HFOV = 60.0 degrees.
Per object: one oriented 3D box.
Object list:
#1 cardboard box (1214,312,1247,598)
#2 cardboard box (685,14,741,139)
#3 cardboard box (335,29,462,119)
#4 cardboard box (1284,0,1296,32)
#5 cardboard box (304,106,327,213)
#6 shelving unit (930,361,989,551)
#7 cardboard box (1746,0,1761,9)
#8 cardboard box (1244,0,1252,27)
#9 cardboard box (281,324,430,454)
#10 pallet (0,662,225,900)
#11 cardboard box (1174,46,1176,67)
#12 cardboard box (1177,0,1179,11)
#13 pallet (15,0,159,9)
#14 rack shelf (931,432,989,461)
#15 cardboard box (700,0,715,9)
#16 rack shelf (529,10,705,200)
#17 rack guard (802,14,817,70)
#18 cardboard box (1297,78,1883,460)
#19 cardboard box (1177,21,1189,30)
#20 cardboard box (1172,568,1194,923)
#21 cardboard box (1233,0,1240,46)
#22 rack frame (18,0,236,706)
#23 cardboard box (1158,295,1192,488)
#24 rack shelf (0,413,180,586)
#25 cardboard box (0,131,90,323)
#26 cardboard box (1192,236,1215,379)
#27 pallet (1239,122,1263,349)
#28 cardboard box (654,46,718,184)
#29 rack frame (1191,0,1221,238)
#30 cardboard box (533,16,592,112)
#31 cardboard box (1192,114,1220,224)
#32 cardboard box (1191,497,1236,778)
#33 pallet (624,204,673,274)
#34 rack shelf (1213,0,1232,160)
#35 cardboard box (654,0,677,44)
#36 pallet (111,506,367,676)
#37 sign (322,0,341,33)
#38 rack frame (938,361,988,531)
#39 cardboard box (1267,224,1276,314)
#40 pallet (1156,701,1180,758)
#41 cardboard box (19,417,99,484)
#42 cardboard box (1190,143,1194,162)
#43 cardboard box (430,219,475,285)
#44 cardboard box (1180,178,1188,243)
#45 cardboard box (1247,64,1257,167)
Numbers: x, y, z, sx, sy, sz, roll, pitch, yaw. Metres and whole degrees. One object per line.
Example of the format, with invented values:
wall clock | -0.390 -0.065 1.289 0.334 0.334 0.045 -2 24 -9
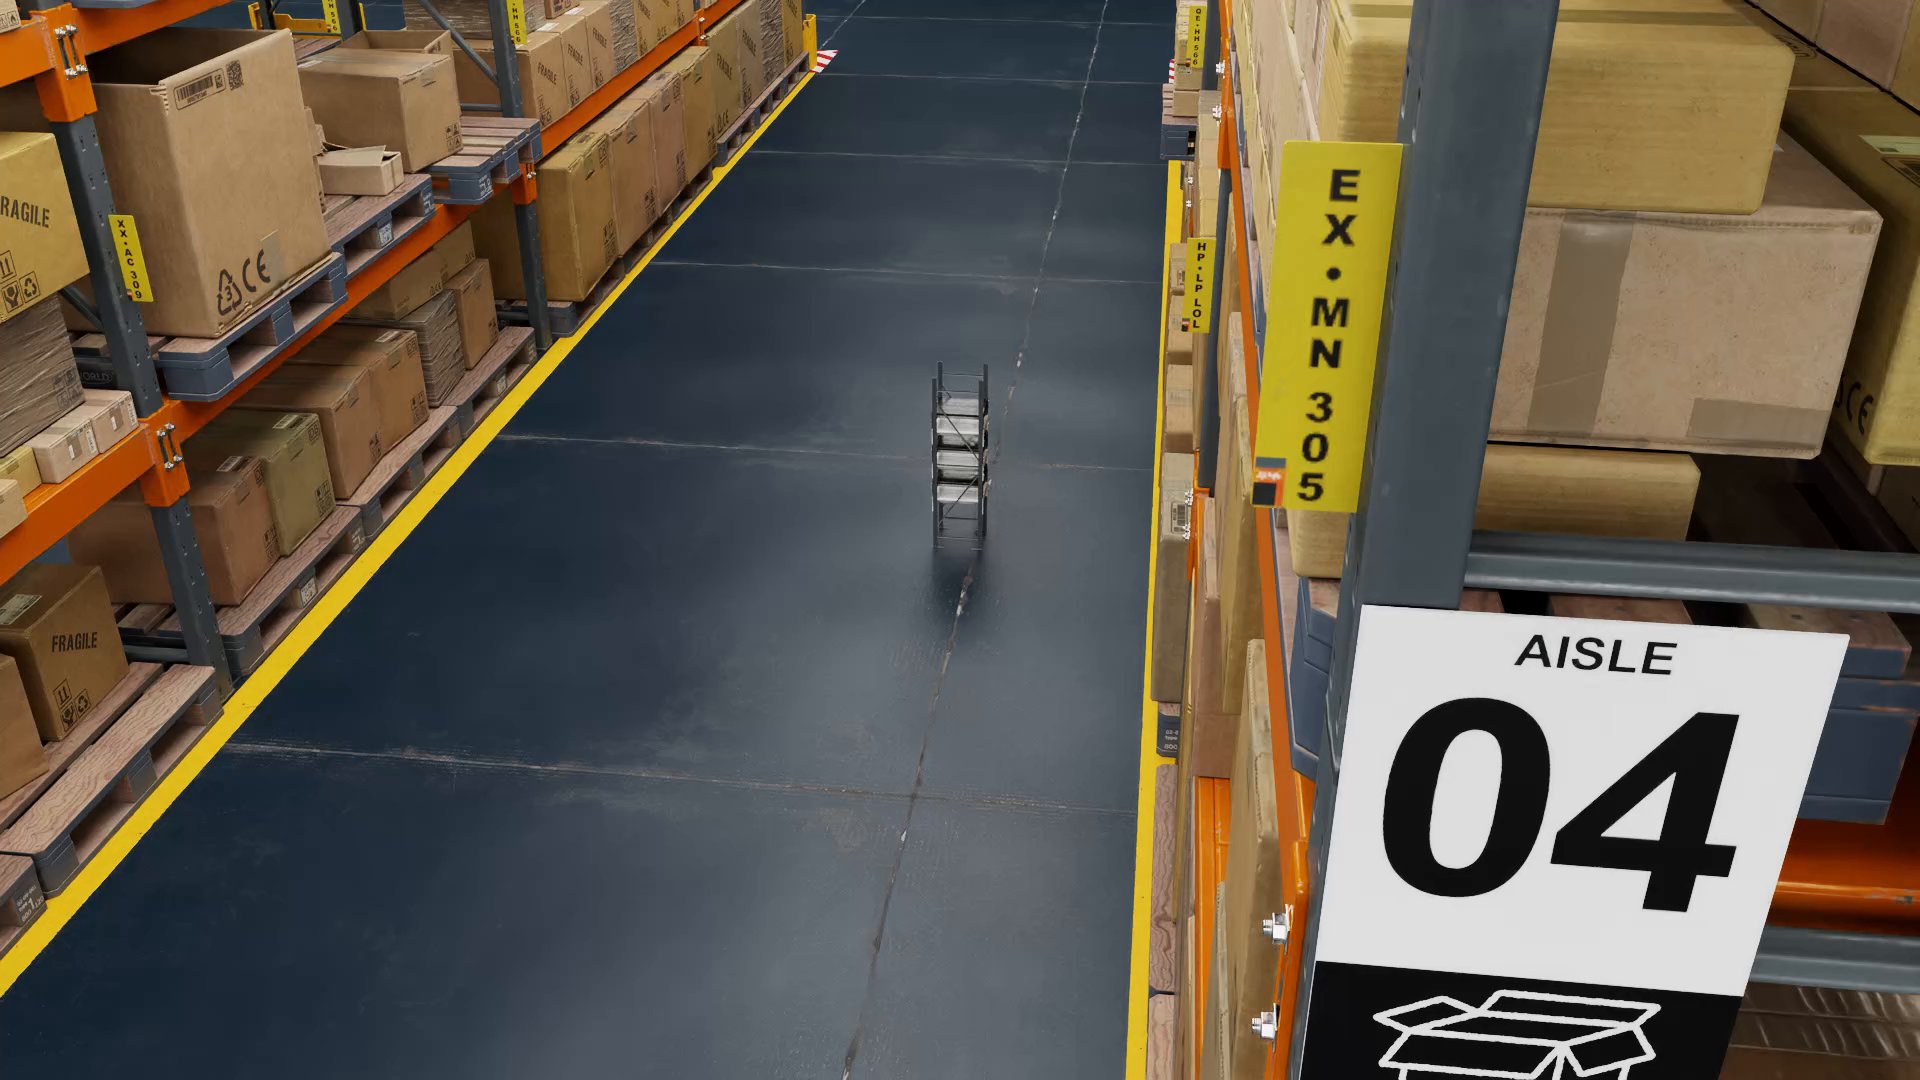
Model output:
cardboard box | 1.100 -0.198 4.158 0.875 0.550 0.550 3 28 6
cardboard box | -2.436 -3.997 14.304 0.875 0.875 0.875 3 28 6
cardboard box | -3.113 -2.531 9.238 0.500 0.500 0.500 0 28 0
cardboard box | 0.642 -0.786 2.259 0.380 0.149 0.250 4 29 7
cardboard box | -3.456 -1.728 7.743 0.797 0.503 0.637 6 29 11
shelving unit | 0.001 -0.400 8.044 0.258 0.900 0.210 3 28 6
cardboard box | 1.326 -0.864 2.405 0.380 0.149 0.250 3 28 5
cardboard box | 0.874 -1.266 3.570 0.500 0.250 0.500 3 28 6
cardboard box | -3.267 -0.806 8.756 0.700 0.500 0.500 6 29 10
pallet | -3.624 0.870 6.413 1.003 0.211 1.213 3 28 6
cardboard box | 1.493 -2.937 10.048 0.380 0.149 0.250 4 29 7
cardboard box | 1.589 -3.425 10.640 0.380 0.149 0.250 5 29 9
pallet | -3.395 -2.198 6.203 1.213 0.211 1.003 3 28 6
rack shelf | 0.001 -0.450 8.017 0.258 0.077 0.200 3 28 6
cardboard box | -2.230 -4.451 13.614 0.380 0.149 0.250 3 29 6
rack shelf | -2.841 -3.184 11.755 1.077 0.370 4.000 3 28 6
rack guard | -2.103 -5.235 17.441 1.175 0.500 0.348 3 28 6
cardboard box | 0.626 -0.318 1.812 0.500 0.250 0.500 4 29 7
cardboard box | 1.462 -2.935 9.730 0.380 0.149 0.250 3 28 6
cardboard box | 1.187 0.702 5.581 0.875 0.875 0.875 4 29 7
cardboard box | 0.859 -1.270 3.999 0.380 0.149 0.250 3 28 5
rack frame | -3.577 -0.676 6.342 1.000 3.000 0.127 3 28 6
cardboard box | 1.556 -0.724 8.361 1.050 0.750 0.750 4 29 7
rack shelf | -3.822 0.582 4.765 1.077 0.370 4.000 3 28 6
cardboard box | -3.359 -1.063 5.588 0.500 0.500 0.500 3 28 6
cardboard box | 1.194 -0.883 6.621 0.500 0.500 0.500 3 28 6
pallet | 1.071 -0.665 3.252 1.003 0.211 1.213 3 28 6
cardboard box | -2.655 -3.389 13.175 1.225 0.875 0.875 3 29 6
rack frame | 1.824 -2.223 9.214 1.000 3.000 0.127 3 28 6
cardboard box | -2.696 -3.059 10.660 0.500 0.500 0.500 3 28 5
cardboard box | 1.441 -1.832 8.382 0.500 0.500 0.500 3 28 6
cardboard box | 1.072 0.276 4.417 0.875 0.550 0.550 3 28 6
pallet | -2.763 -2.271 12.242 1.003 0.211 1.213 3 28 6
rack shelf | 1.579 -2.285 6.925 1.077 0.370 4.000 3 28 6
cardboard box | -2.450 -4.017 12.439 0.500 0.500 0.500 4 29 8
pallet | -3.483 0.185 7.684 1.003 0.211 1.213 3 28 6
sign | -3.638 -3.099 9.619 0.100 0.325 0.005 3 28 6
rack frame | 0.013 -0.448 8.133 0.240 0.900 0.006 3 28 6
cardboard box | 0.610 -0.312 2.220 0.380 0.149 0.250 4 29 7
pallet | 1.353 0.520 7.063 1.003 0.211 1.213 3 28 6
cardboard box | -3.351 -0.330 5.965 0.380 0.149 0.250 3 28 6
cardboard box | 1.776 -2.451 11.040 0.500 0.250 0.500 4 29 7
cardboard box | -3.139 -1.665 9.559 0.500 0.250 0.500 4 29 8
cardboard box | 1.761 -2.126 11.227 0.500 0.500 0.500 2 28 4
cardboard box | 0.735 -0.790 3.108 0.380 0.149 0.250 4 29 7
